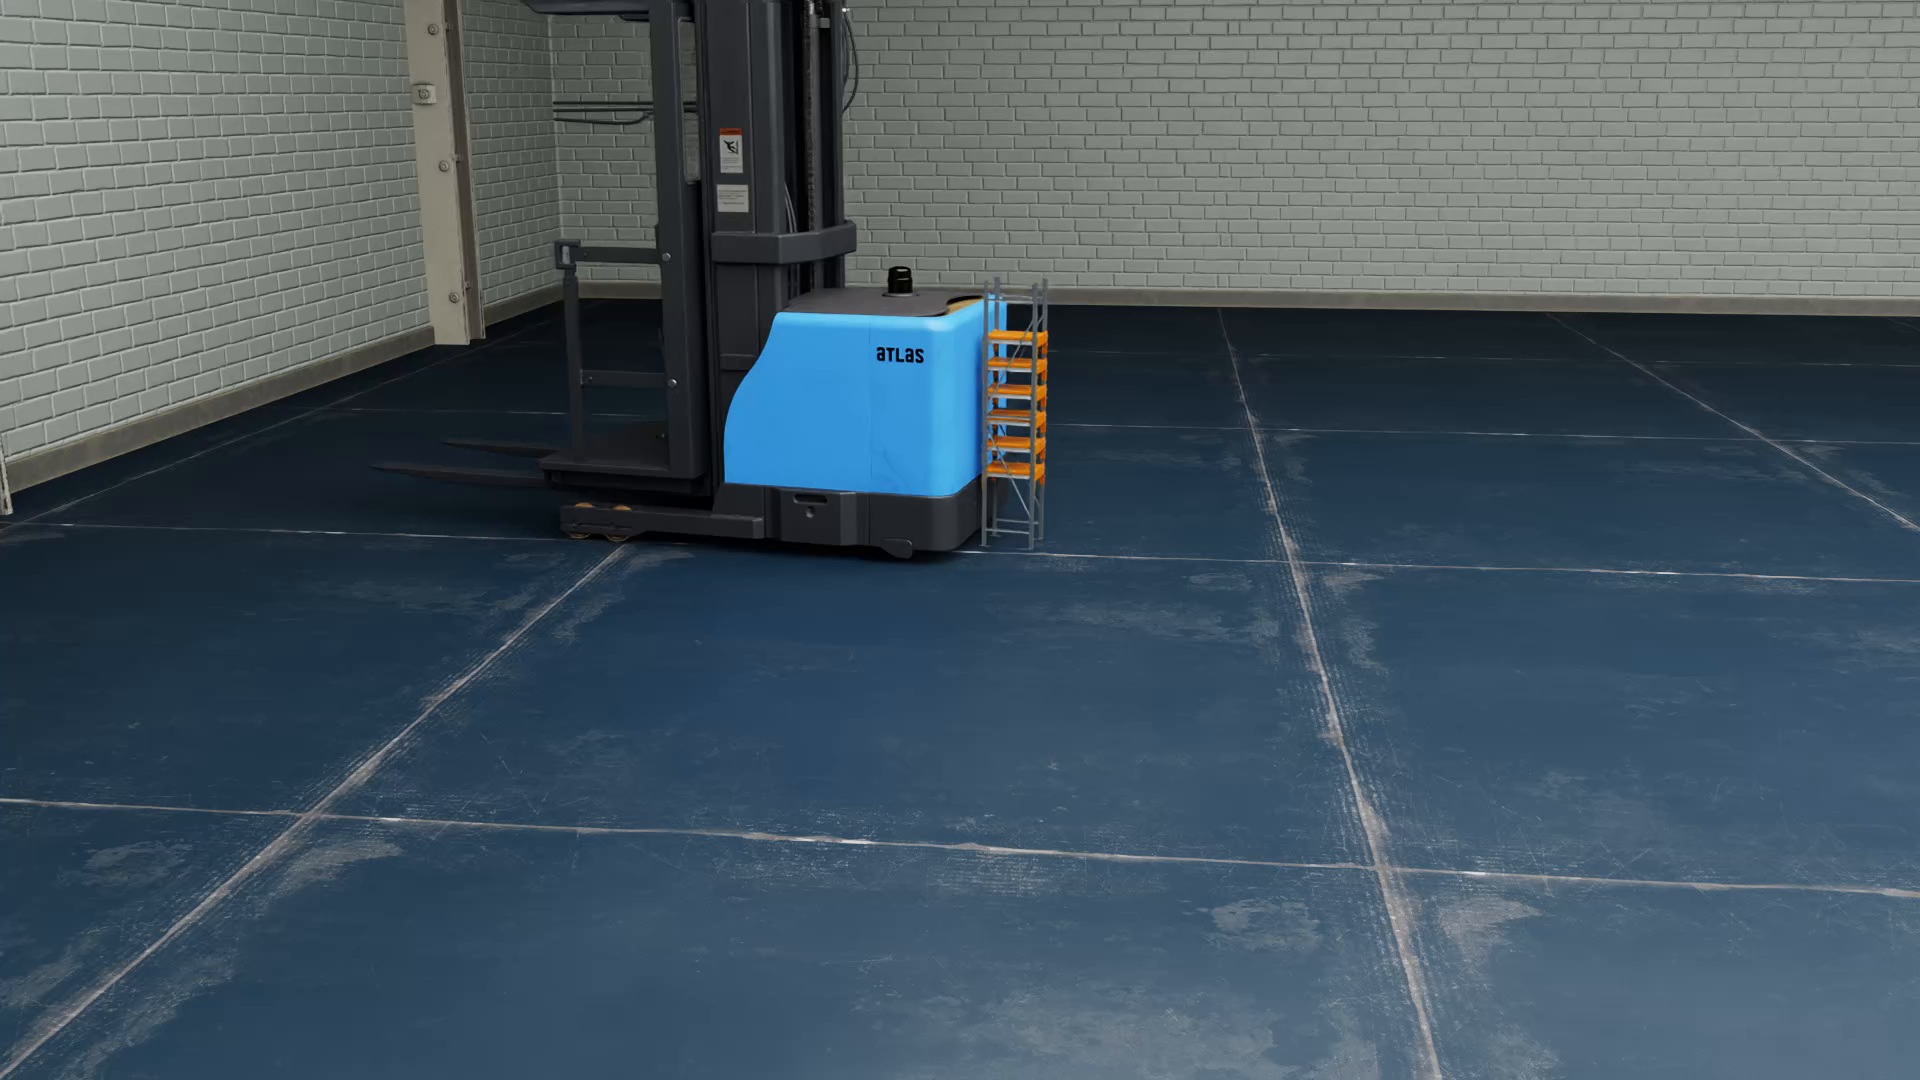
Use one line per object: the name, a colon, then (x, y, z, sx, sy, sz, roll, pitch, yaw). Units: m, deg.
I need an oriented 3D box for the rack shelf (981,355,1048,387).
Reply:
rack shelf: (0.244, -0.751, 7.390, 0.258, 0.103, 0.180, 5, 16, 16)

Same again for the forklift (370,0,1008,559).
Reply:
forklift: (-1.342, -1.532, 7.711, 3.031, 2.935, 1.130, 4, 16, 16)

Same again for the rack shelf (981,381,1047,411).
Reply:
rack shelf: (0.243, -0.636, 7.422, 0.258, 0.103, 0.180, 5, 16, 16)

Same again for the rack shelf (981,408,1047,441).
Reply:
rack shelf: (0.242, -0.520, 7.453, 0.258, 0.103, 0.180, 5, 16, 16)

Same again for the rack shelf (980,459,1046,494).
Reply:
rack shelf: (0.241, -0.288, 7.516, 0.258, 0.103, 0.180, 5, 16, 16)

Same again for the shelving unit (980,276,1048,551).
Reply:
shelving unit: (0.242, -0.563, 7.441, 0.258, 1.200, 0.189, 5, 16, 16)

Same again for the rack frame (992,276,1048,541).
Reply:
rack frame: (0.268, -0.586, 7.526, 0.240, 1.200, 0.006, 5, 16, 16)

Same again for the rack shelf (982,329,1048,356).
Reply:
rack shelf: (0.244, -0.867, 7.358, 0.258, 0.103, 0.180, 5, 16, 16)

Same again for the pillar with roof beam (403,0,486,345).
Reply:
pillar with roof beam: (0.134, -5.863, 12.104, 9.100, 9.000, 0.400, 2, 15, 6)

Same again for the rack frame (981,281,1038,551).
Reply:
rack frame: (0.217, -0.540, 7.357, 0.240, 1.200, 0.006, 5, 16, 16)

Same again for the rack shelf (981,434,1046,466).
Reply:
rack shelf: (0.241, -0.404, 7.485, 0.258, 0.103, 0.180, 5, 16, 16)

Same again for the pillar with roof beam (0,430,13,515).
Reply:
pillar with roof beam: (-0.543, -4.307, 6.349, 9.100, 9.000, 0.400, 2, 15, 6)

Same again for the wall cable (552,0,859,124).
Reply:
wall cable: (-2.497, -5.216, 15.660, 3.097, 2.526, 0.112, 2, 15, 6)
